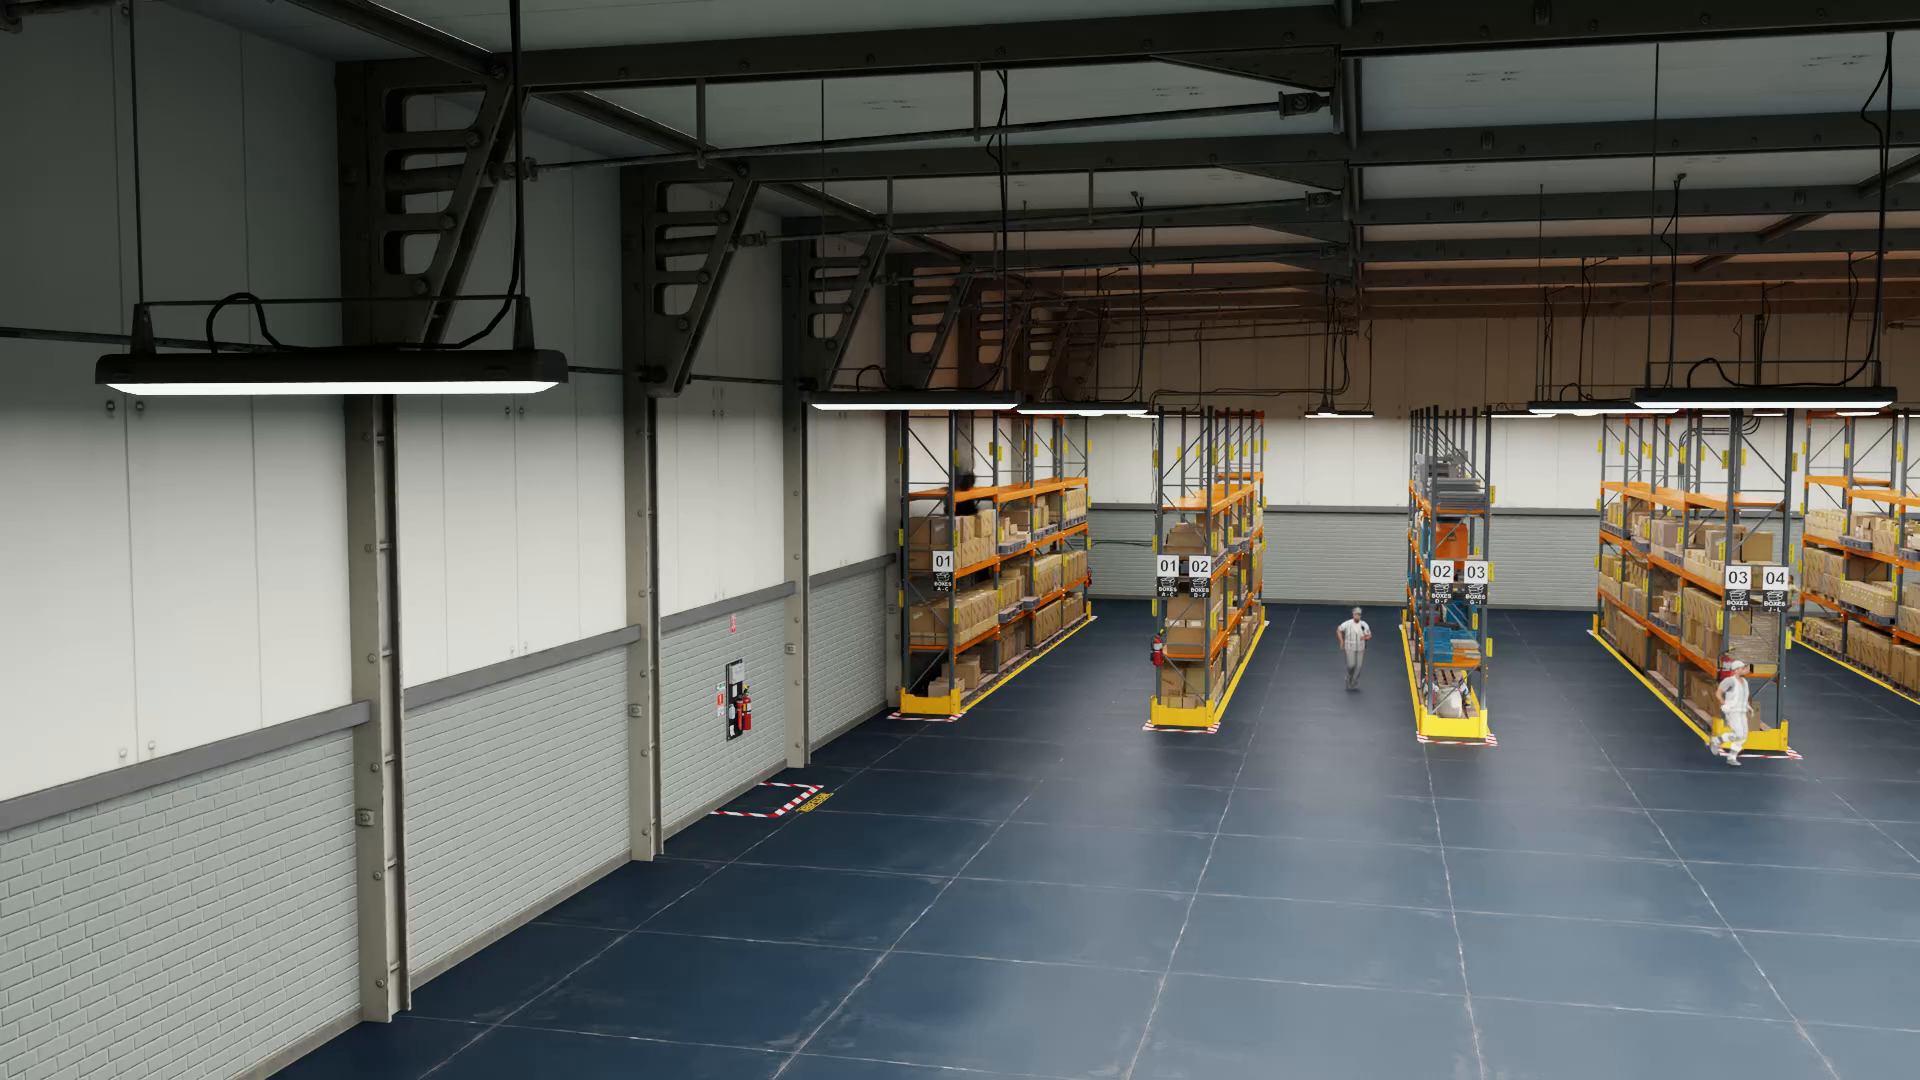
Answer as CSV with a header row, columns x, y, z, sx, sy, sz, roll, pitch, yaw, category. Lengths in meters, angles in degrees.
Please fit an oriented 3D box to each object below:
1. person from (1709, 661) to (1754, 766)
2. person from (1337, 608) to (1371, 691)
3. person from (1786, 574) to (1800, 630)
x,y,z,sx,sy,sz,roll,pitch,yaw,category
12.962,2.872,27.780,0.698,1.709,0.616,-2,5,-29,person
8.380,2.314,35.232,0.652,1.773,0.653,0,4,-2,person
21.961,1.722,44.218,0.933,1.630,0.634,-1,4,-17,person
